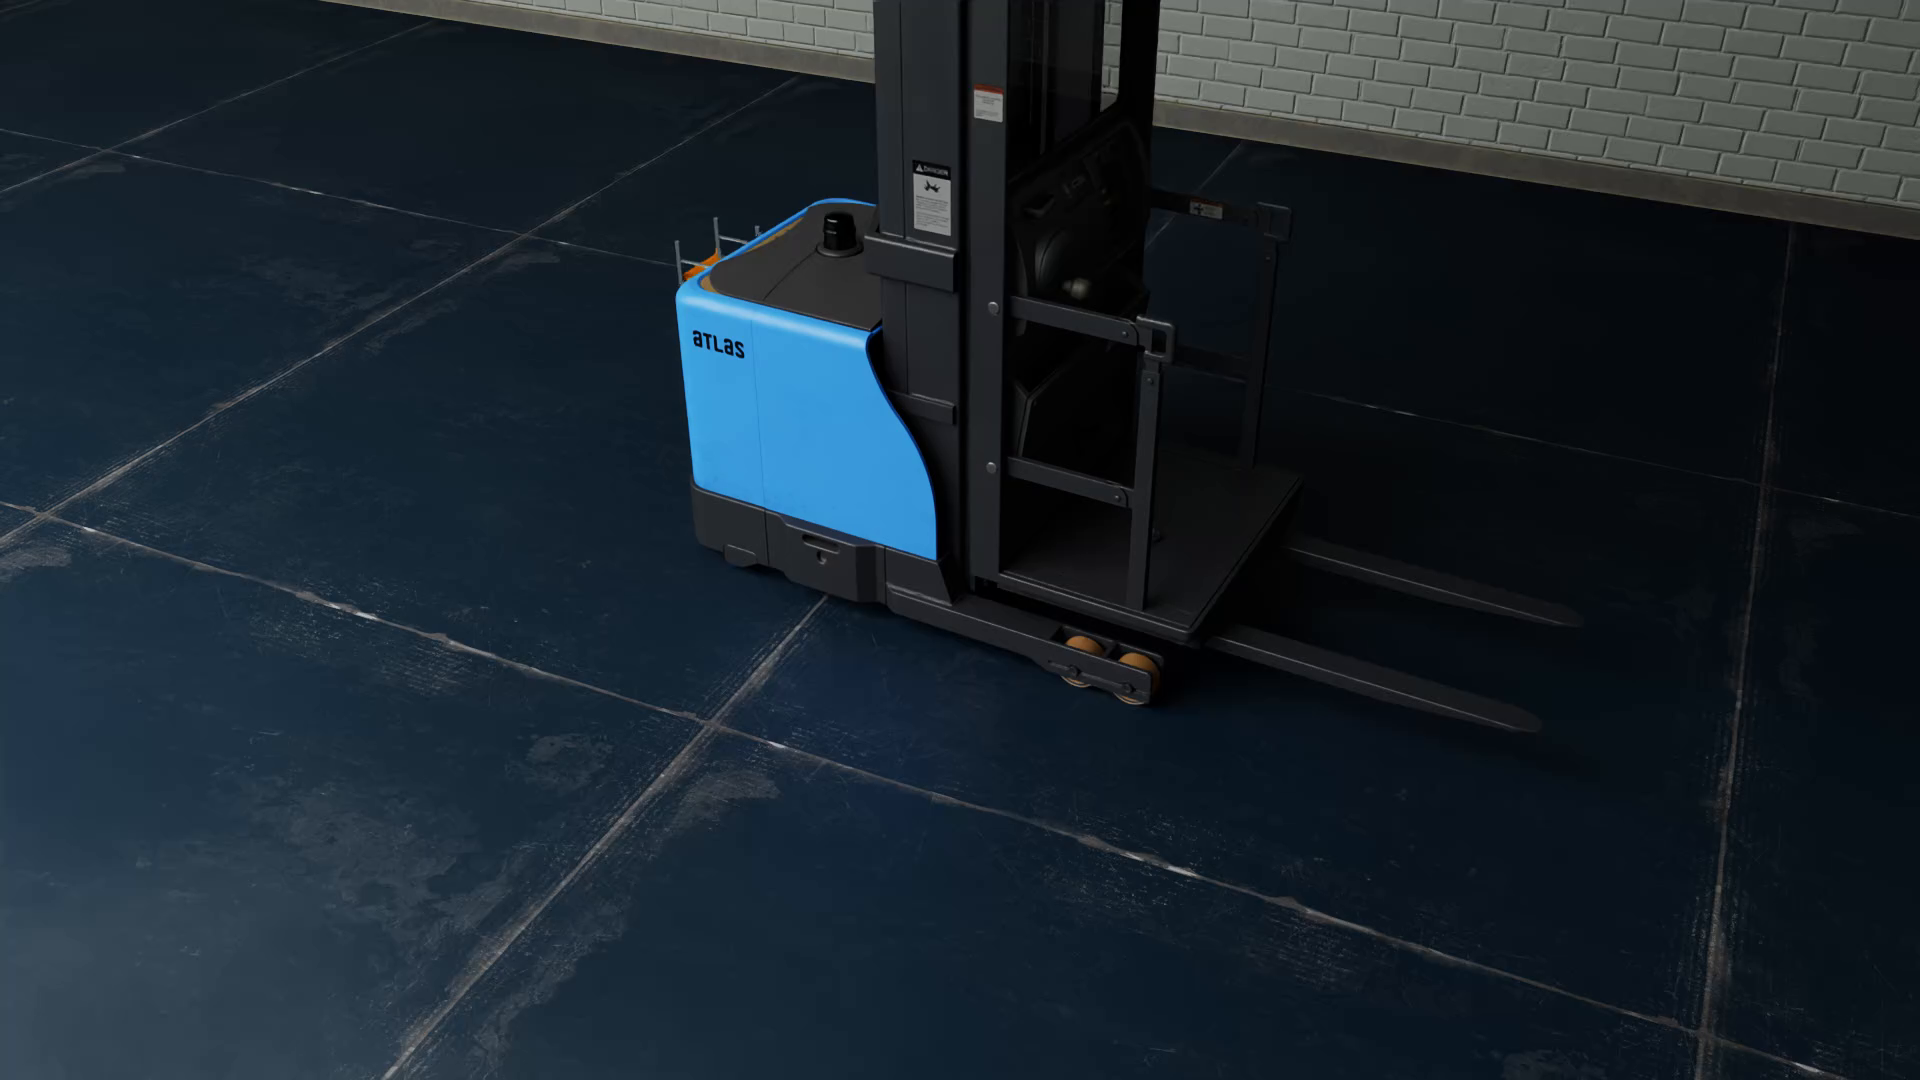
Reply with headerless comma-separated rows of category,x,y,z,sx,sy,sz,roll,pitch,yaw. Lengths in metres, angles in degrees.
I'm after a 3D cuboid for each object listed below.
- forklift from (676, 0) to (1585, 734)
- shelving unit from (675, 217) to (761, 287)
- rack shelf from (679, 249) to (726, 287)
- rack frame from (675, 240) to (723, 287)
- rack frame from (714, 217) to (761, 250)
forklift,0.563,-1.022,5.135,3.031,2.935,1.130,17,37,24
shelving unit,-0.874,-0.670,6.313,0.215,1.050,0.252,15,36,23
rack shelf,-0.876,-0.899,6.164,0.215,0.259,0.240,15,36,23
rack frame,-0.930,-0.611,6.222,0.200,1.050,0.008,15,36,23
rack frame,-0.818,-0.730,6.403,0.200,1.050,0.008,15,36,23
